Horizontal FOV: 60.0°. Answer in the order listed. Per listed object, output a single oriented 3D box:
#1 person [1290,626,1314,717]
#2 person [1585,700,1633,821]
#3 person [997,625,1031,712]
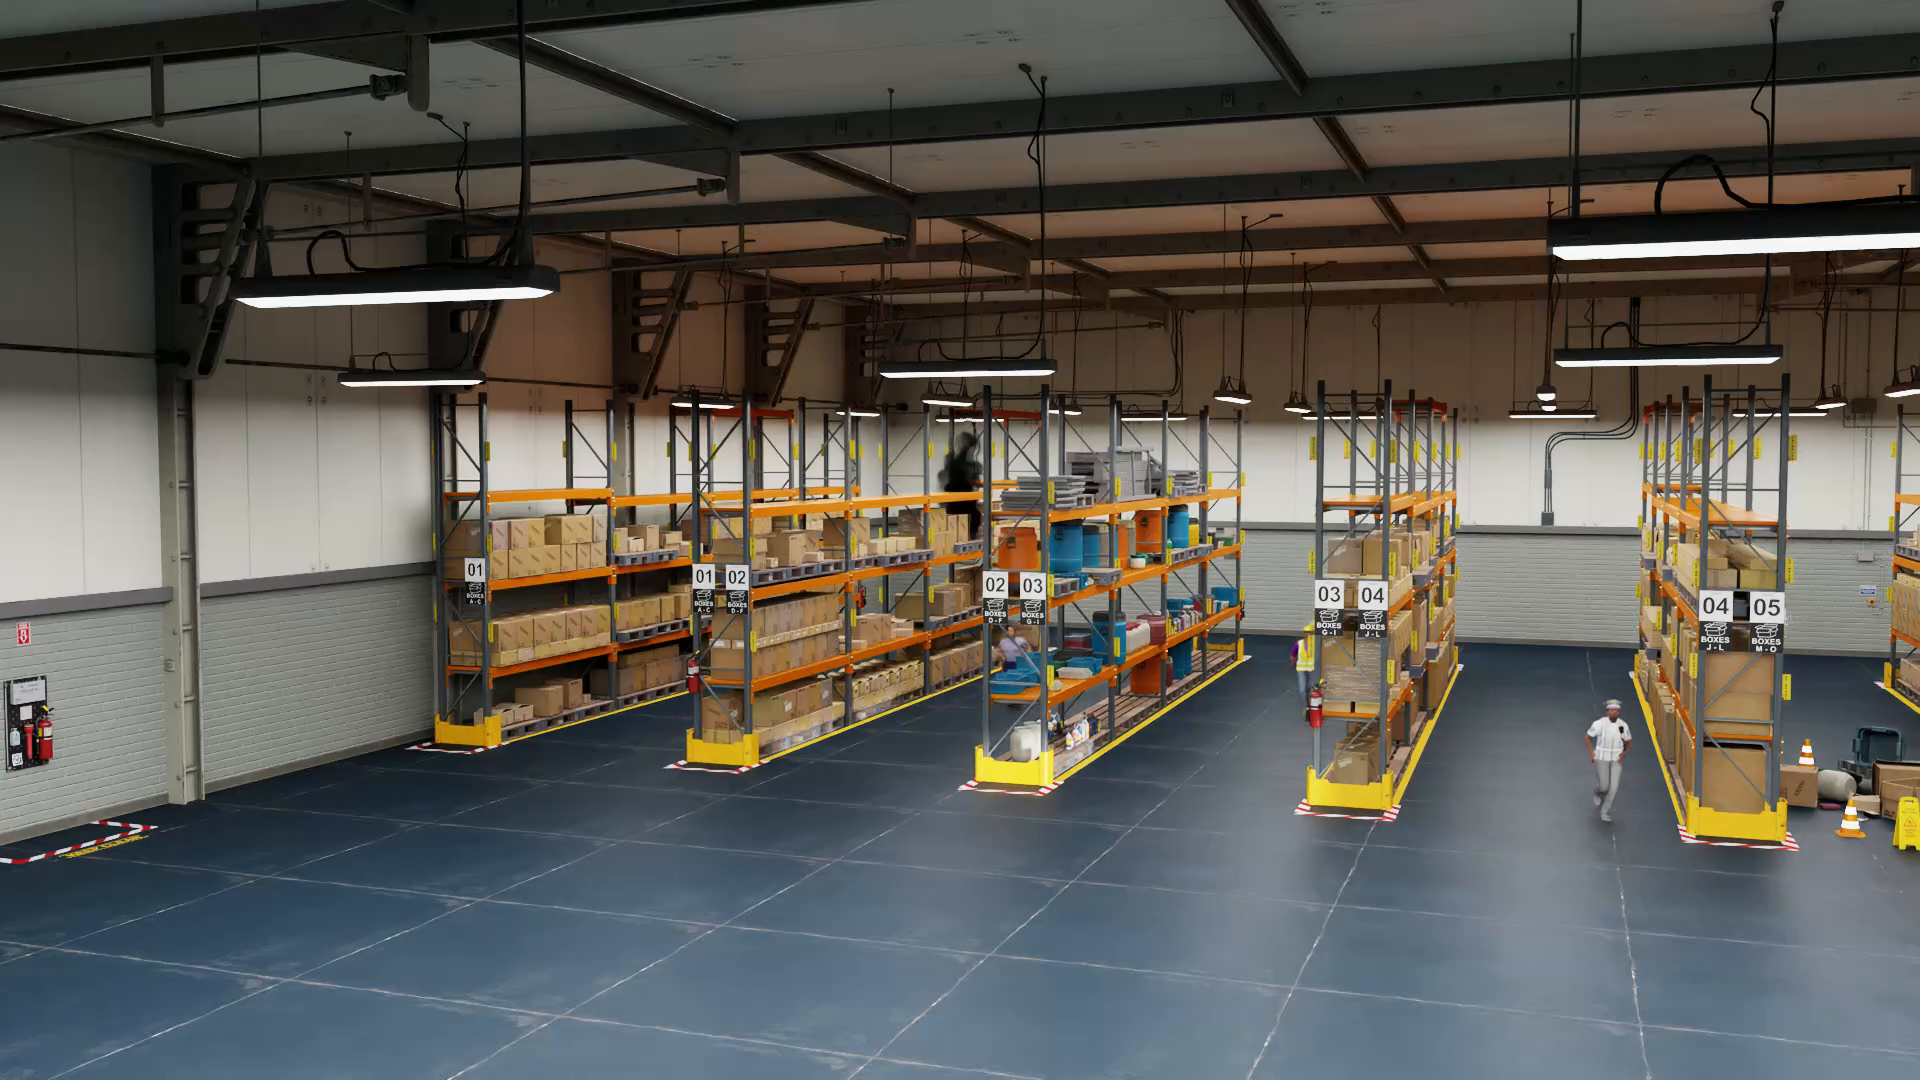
[{"bbox_3d":[6.571,2.470,31.417,0.698,1.718,0.610,1,3,20],"label":"person"},{"bbox_3d":[8.840,2.978,22.636,0.599,1.651,0.558,0,3,6],"label":"person"},{"bbox_3d":[1.013,2.494,32.107,0.619,1.692,0.691,1,3,18],"label":"person"}]
